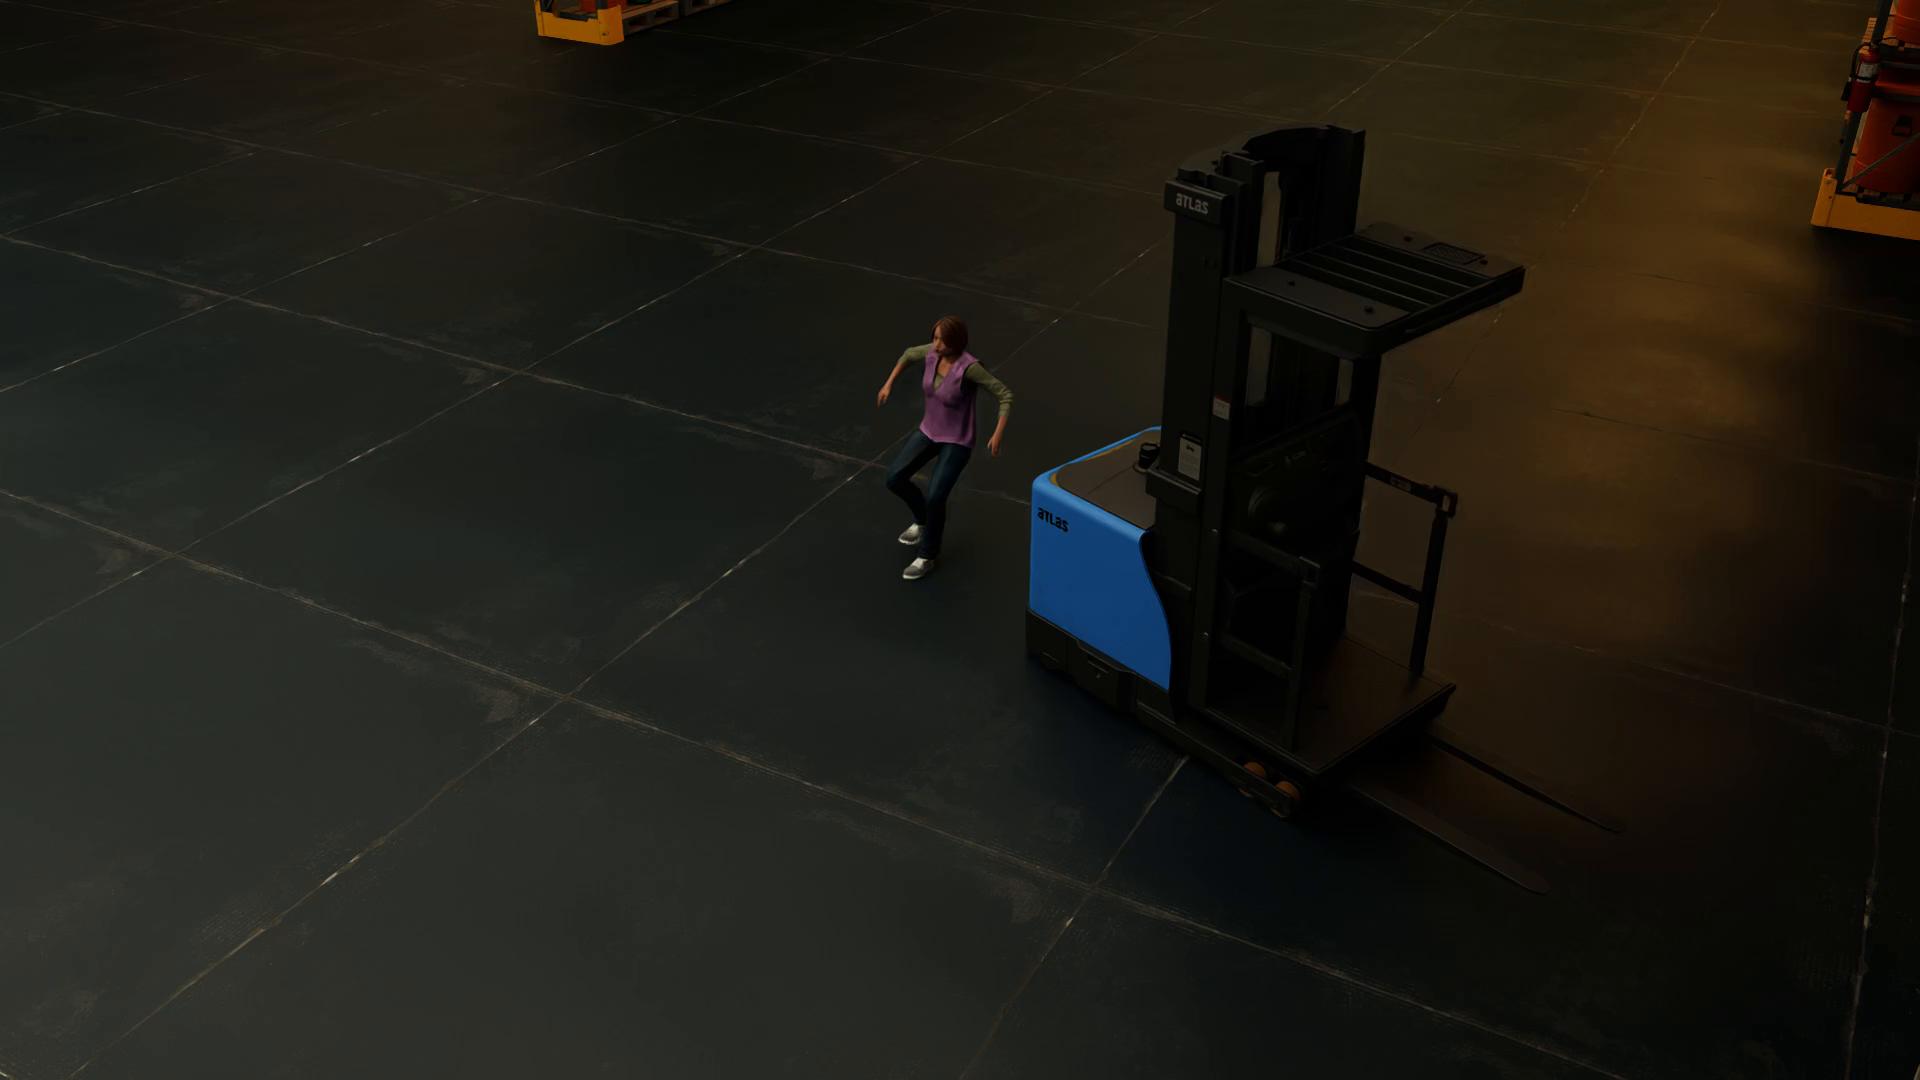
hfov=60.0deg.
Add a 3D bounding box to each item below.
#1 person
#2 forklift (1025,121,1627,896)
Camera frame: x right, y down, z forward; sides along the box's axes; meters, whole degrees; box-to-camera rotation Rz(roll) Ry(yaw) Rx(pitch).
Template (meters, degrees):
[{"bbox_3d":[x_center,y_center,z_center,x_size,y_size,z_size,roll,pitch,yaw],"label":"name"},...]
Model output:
[{"bbox_3d":[-0.158,-0.544,9.443,0.876,1.487,0.643,26,39,37],"label":"person"},{"bbox_3d":[1.700,-0.263,7.527,1.130,2.935,3.031,-24,38,-35],"label":"forklift"}]
